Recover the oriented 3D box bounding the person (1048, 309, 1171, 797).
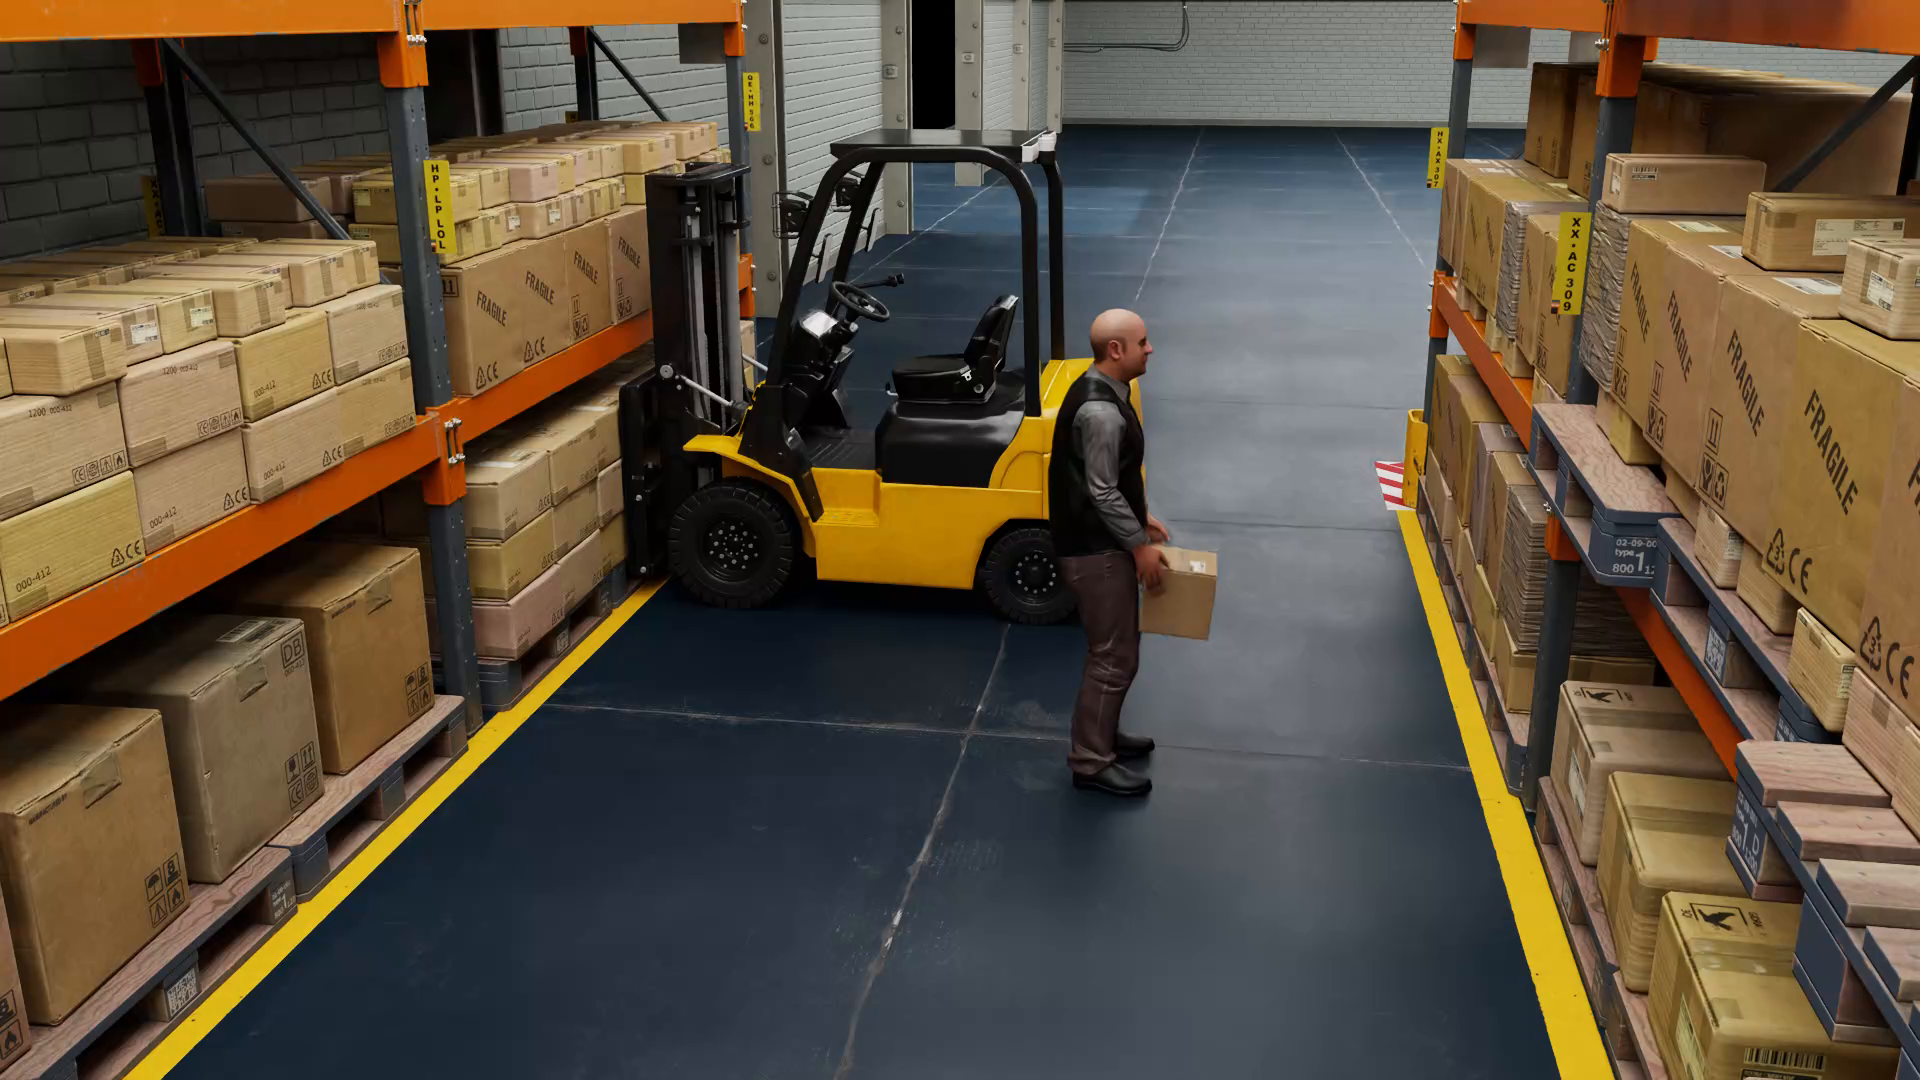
[{"bbox_3d":[0.535,0.026,6.001,0.446,1.727,0.551,2,18,8],"label":"person"}]
